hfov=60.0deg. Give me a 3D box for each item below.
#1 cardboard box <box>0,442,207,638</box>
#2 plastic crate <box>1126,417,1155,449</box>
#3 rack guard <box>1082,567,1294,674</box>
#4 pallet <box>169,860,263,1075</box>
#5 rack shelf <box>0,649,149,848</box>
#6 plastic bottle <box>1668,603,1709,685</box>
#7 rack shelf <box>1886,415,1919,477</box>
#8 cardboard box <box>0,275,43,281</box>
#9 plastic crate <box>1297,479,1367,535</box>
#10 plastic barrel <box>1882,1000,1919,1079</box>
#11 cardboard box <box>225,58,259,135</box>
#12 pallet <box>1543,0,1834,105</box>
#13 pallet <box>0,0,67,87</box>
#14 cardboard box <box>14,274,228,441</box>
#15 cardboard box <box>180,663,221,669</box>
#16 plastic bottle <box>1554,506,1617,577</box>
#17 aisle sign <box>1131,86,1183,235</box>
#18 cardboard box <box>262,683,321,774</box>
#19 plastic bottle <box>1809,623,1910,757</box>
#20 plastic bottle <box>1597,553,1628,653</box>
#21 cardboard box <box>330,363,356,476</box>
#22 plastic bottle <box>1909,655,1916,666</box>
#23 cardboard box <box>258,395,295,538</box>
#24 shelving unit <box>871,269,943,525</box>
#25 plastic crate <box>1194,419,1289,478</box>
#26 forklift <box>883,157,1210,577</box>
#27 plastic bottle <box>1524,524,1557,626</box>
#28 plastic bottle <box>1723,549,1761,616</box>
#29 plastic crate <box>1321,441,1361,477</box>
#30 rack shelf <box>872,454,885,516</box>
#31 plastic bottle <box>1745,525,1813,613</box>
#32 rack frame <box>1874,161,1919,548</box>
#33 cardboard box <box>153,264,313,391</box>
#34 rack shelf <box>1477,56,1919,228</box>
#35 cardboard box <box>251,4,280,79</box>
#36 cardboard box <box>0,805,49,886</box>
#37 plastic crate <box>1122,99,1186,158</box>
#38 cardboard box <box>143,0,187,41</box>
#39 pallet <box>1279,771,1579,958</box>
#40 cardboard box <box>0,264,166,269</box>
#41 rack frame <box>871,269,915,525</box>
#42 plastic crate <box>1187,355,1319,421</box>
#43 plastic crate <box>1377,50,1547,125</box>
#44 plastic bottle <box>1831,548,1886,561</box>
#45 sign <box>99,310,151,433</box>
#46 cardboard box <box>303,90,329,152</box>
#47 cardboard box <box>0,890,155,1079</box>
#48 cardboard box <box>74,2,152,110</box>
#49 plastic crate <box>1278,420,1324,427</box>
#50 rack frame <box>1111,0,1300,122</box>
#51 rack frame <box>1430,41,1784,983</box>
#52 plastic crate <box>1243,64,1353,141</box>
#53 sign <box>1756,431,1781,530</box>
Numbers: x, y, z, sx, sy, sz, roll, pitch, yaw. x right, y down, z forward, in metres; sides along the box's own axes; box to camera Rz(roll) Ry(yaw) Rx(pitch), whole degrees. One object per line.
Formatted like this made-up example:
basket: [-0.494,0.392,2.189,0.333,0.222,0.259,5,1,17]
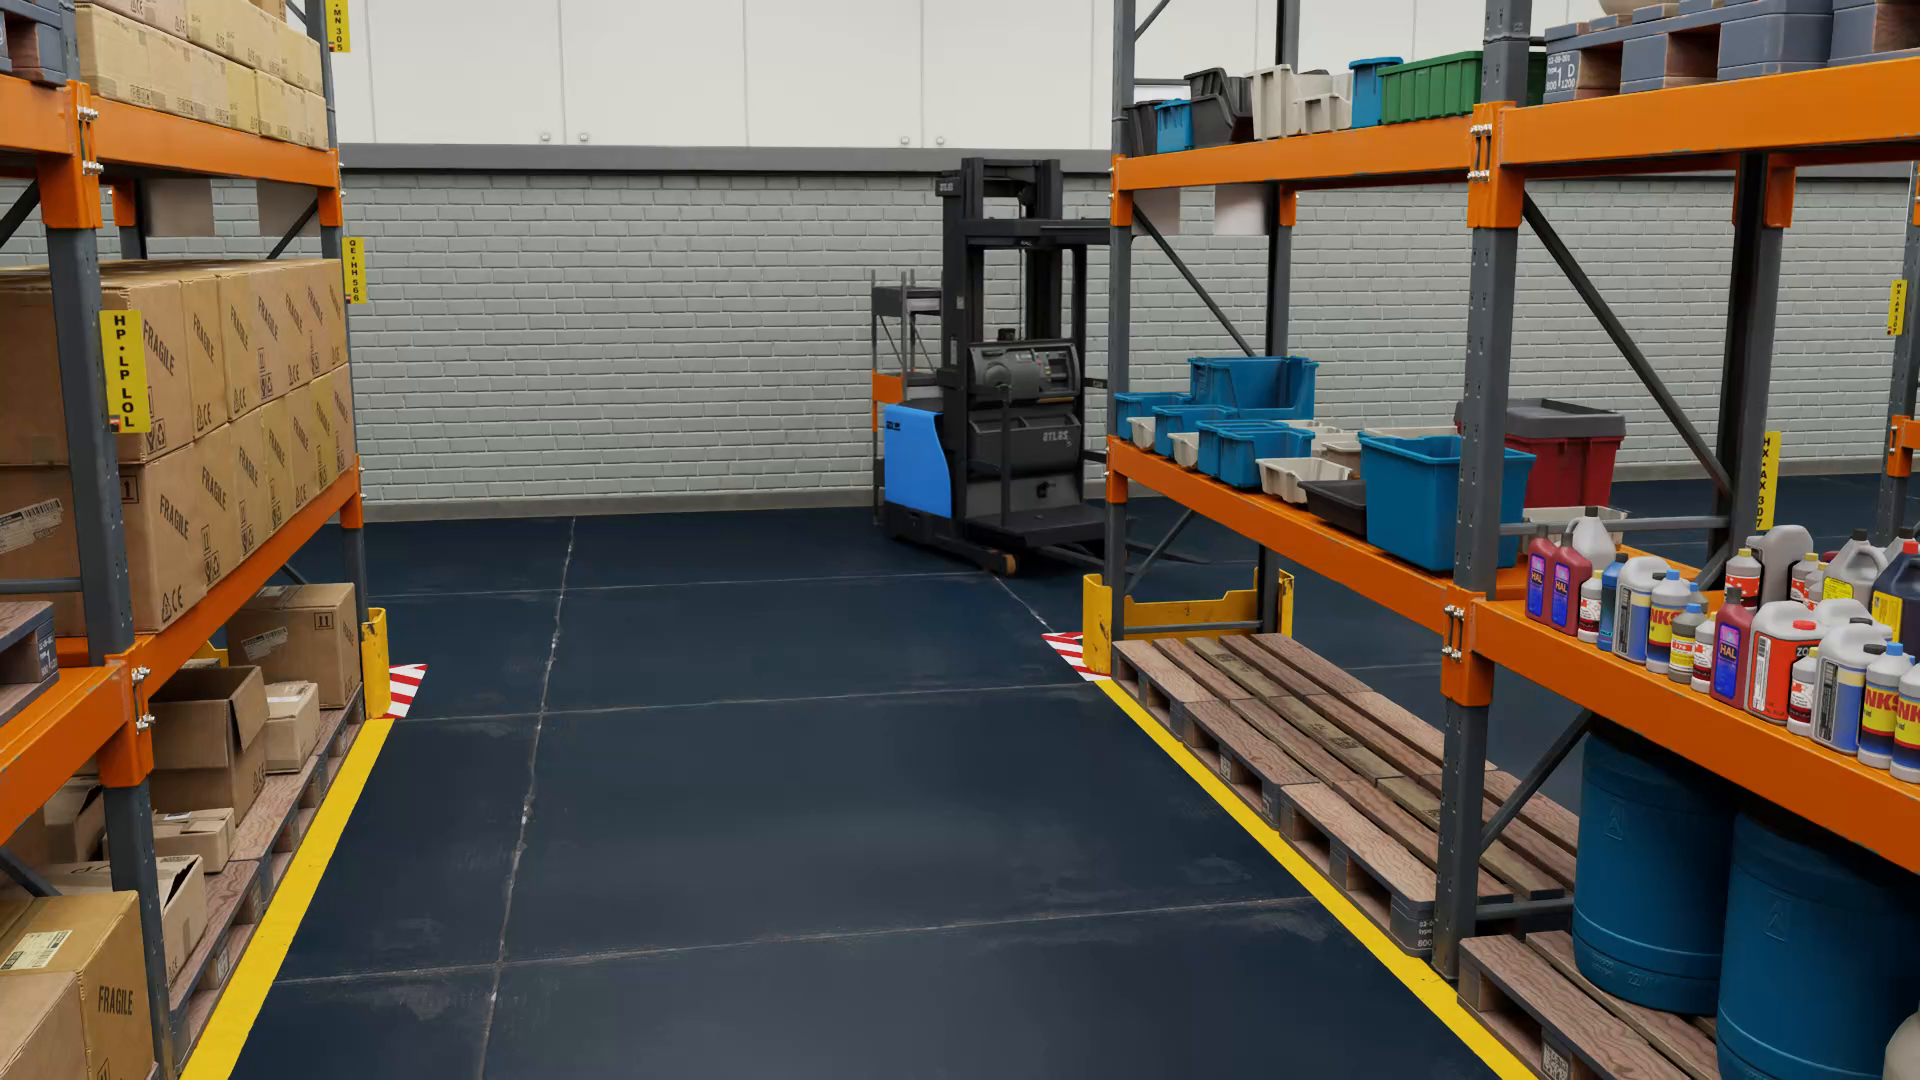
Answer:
cardboard box: [-2.600,-0.011,4.964,0.500,0.500,0.500,-2,11,-10]
plastic crate: [1.020,-0.552,8.621,0.250,0.136,0.298,-2,11,-11]
rack guard: [1.296,0.453,9.482,1.175,0.500,0.348,-2,11,-11]
pallet: [-2.900,1.386,5.353,1.003,0.211,1.213,-2,11,-11]
rack shelf: [-2.379,0.862,2.570,1.077,0.370,4.000,-2,11,-11]
plastic bottle: [1.894,0.266,4.309,0.097,0.201,0.097,0,11,0]
rack shelf: [6.561,-0.231,8.314,1.077,0.370,4.000,-2,11,-11]
cardboard box: [-3.222,-0.576,5.258,0.500,0.500,0.500,-2,11,-12]
plastic crate: [1.611,-0.128,6.420,0.437,0.125,0.590,-2,11,-11]
plastic barrel: [2.341,1.315,3.795,0.421,0.512,0.421,0,11,0]
cardboard box: [-2.909,-1.632,6.125,0.500,0.250,0.500,-2,11,-11]
pallet: [2.340,-1.278,4.373,1.213,0.211,1.003,-2,11,-11]
pallet: [-2.710,-1.117,3.525,1.213,0.211,1.003,-2,11,-11]
cardboard box: [-2.684,-0.590,5.332,0.500,0.500,0.500,-2,11,-13]
cardboard box: [-3.621,0.744,7.440,0.500,0.250,0.500,-2,11,-11]
plastic bottle: [1.850,0.070,4.937,0.144,0.351,0.185,-2,11,-11]
aisle sign: [1.009,-2.051,8.997,0.394,0.787,0.004,-2,11,-11]
cardboard box: [-3.043,0.809,7.102,0.500,0.250,0.500,-2,11,-11]
plastic bottle: [2.033,0.334,3.750,0.152,0.276,0.135,-2,11,-11]
plastic bottle: [1.830,0.171,4.620,0.097,0.271,0.097,0,11,0]
cardboard box: [-3.192,-0.569,7.896,0.500,0.500,0.500,-2,11,-9]
plastic bottle: [2.152,0.363,3.799,0.097,0.201,0.097,0,11,0]
cardboard box: [-2.898,-0.290,6.429,0.500,0.500,0.500,-2,11,-12]
shelving unit: [-0.417,-1.140,13.569,0.431,2.100,0.503,-7,13,-32]
plastic crate: [1.295,-0.420,7.668,0.416,0.233,0.300,-2,11,-11]
forklift: [0.598,-1.276,12.060,1.130,2.935,3.031,-7,13,-32]
plastic bottle: [1.745,0.102,4.949,0.061,0.283,0.133,-2,11,-11]
plastic bottle: [2.367,0.128,5.032,0.097,0.201,0.097,0,11,0]
plastic crate: [1.846,-0.371,7.668,0.298,0.136,0.250,-2,11,-11]
rack shelf: [-0.417,-0.439,13.703,0.431,0.518,0.480,-7,13,-32]
plastic bottle: [2.486,0.084,5.066,0.152,0.276,0.135,-2,11,-11]
rack frame: [6.172,-0.952,10.174,1.000,3.000,0.127,-2,11,-11]
cardboard box: [-2.985,-0.873,6.820,0.500,0.500,0.500,-2,11,-9]
rack shelf: [2.481,-0.791,3.232,1.077,0.370,4.000,-2,11,-11]
cardboard box: [-3.005,-1.969,6.561,0.500,0.250,0.500,-2,11,-11]
cardboard box: [-3.157,1.059,5.117,0.500,0.500,0.500,-2,11,-11]
plastic crate: [1.115,-2.100,8.535,0.497,0.269,0.590,-2,11,-11]
cardboard box: [-2.718,-1.694,5.114,0.500,0.250,0.500,-2,11,-11]
pallet: [1.911,1.199,6.335,1.003,0.211,1.213,-2,11,-11]
cardboard box: [-3.516,-0.854,6.718,0.500,0.500,0.500,-2,11,-10]
rack frame: [-0.548,-1.178,13.772,0.400,2.100,0.015,-7,13,-32]
plastic crate: [1.562,-0.764,8.931,0.616,0.435,0.499,-2,11,-11]
plastic crate: [1.713,-1.474,5.463,0.450,0.188,0.662,-2,11,-11]
plastic bottle: [2.557,0.151,4.714,0.152,0.276,0.135,-2,11,-11]
sign: [-2.224,-0.448,4.431,0.100,0.325,0.005,-2,11,-11]
cardboard box: [-3.187,-1.907,7.573,0.500,0.250,0.500,-2,11,-11]
cardboard box: [-2.391,1.234,4.202,0.500,0.500,0.500,-2,11,-11]
cardboard box: [-2.619,-1.356,4.679,0.500,0.250,0.500,-2,11,-11]
plastic crate: [1.650,-0.528,8.495,0.396,0.136,0.243,-2,11,-11]
rack frame: [1.314,-3.719,8.666,1.000,3.000,0.127,-2,11,-11]
rack frame: [2.092,-0.038,5.373,1.000,3.000,0.127,-2,11,-11]
plastic crate: [1.442,-1.769,6.763,0.437,0.282,0.530,-2,11,-11]
sign: [2.632,-0.193,5.450,0.100,0.325,0.005,-2,11,-11]
